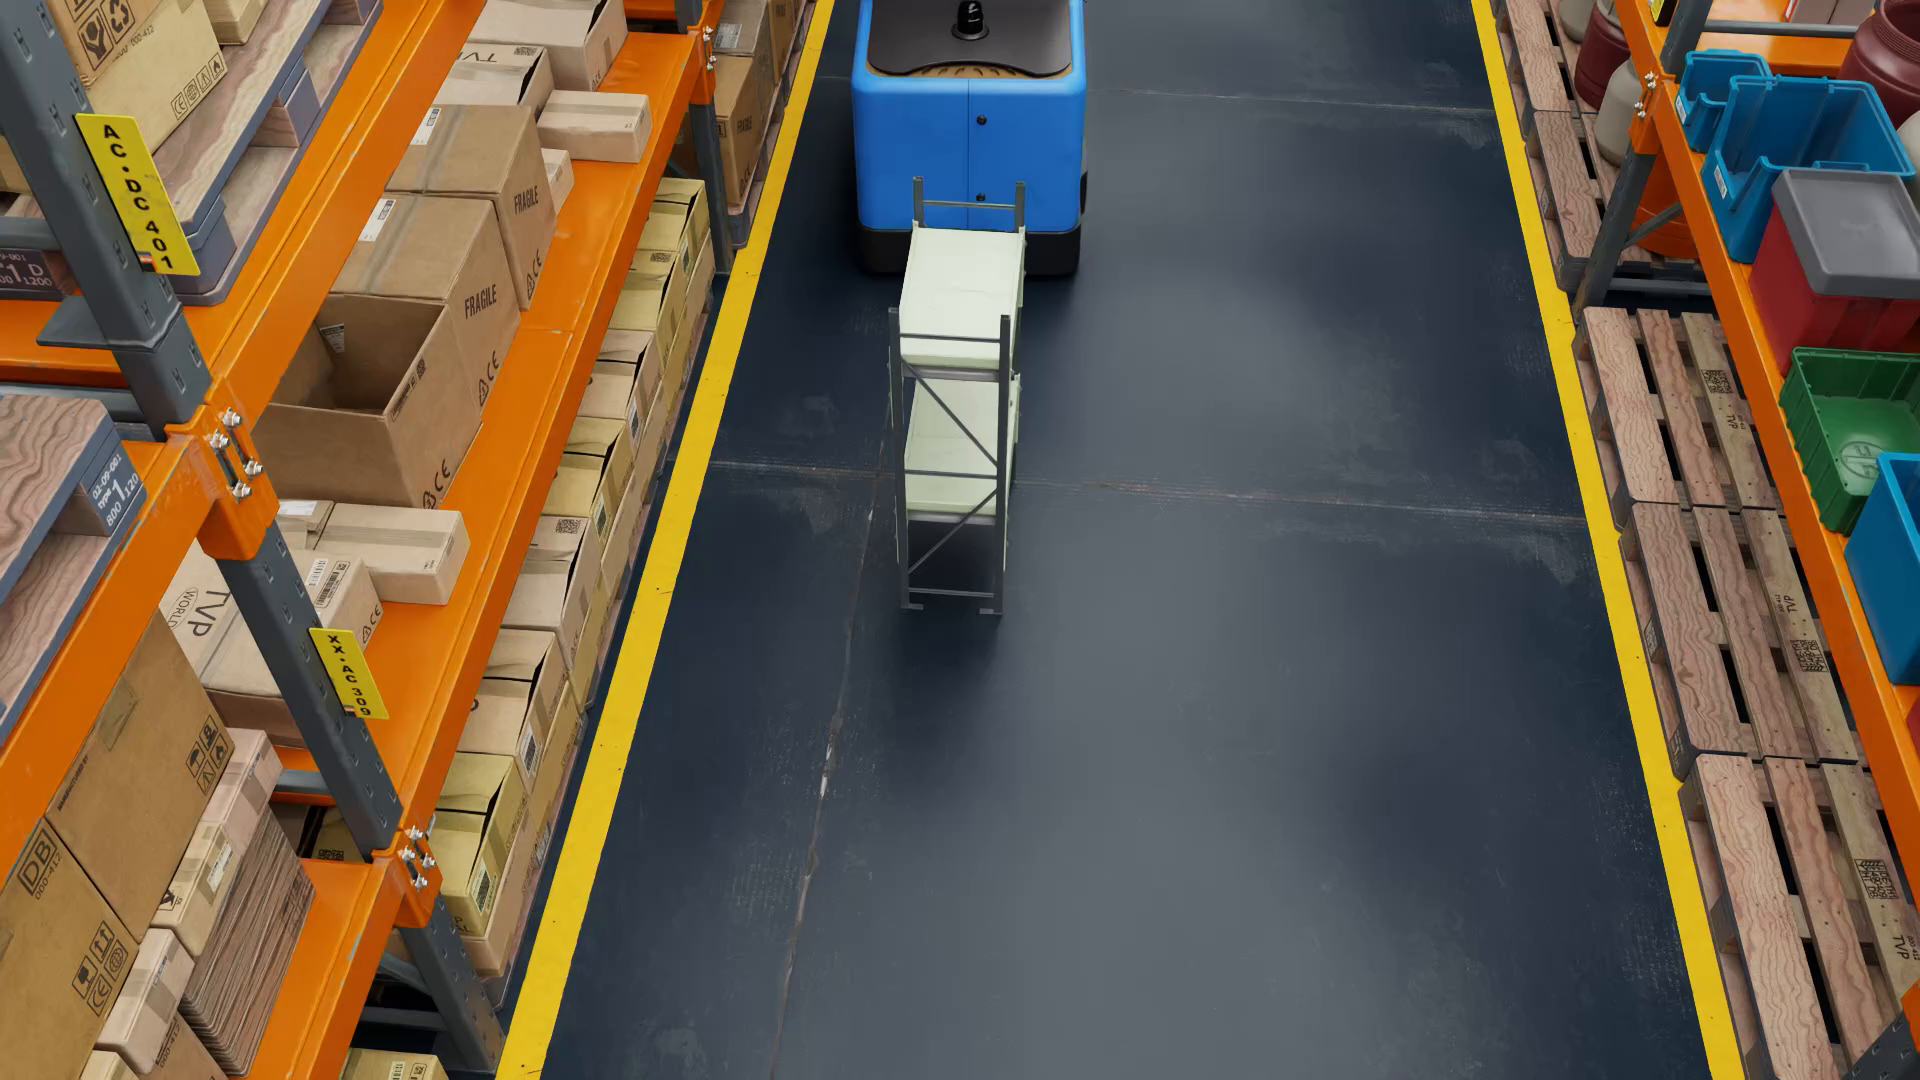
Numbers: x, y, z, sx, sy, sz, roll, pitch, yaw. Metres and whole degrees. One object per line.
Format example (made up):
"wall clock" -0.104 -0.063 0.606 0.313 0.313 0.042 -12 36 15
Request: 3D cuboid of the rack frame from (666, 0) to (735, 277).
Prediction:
"rack frame" -1.589 -2.347 6.889 1.000 3.000 0.127 4 48 4

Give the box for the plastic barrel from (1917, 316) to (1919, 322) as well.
"plastic barrel" 3.424 -0.969 5.553 0.421 0.512 0.421 0 48 0

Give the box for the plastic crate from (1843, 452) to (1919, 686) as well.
"plastic crate" 2.770 0.102 4.660 0.392 0.384 0.575 4 48 4

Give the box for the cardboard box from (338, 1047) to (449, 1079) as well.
"cardboard box" -1.778 1.734 4.736 0.500 0.250 0.500 4 48 4

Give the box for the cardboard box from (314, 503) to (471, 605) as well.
"cardboard box" -1.669 0.040 4.877 0.380 0.149 0.250 4 48 4

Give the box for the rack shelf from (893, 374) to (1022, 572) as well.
"rack shelf" -0.001 -0.281 6.459 0.431 0.370 0.720 4 48 4

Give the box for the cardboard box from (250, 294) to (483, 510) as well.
"cardboard box" -1.819 -0.391 5.033 0.500 0.500 0.500 7 48 6

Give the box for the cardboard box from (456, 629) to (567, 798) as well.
"cardboard box" -1.617 0.535 5.452 0.500 0.311 0.500 3 48 3

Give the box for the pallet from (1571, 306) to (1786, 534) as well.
"pallet" 3.234 -0.503 7.093 1.003 0.211 1.213 4 48 4

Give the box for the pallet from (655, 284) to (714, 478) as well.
"pallet" -1.703 -0.803 7.368 1.003 0.211 1.213 4 48 4

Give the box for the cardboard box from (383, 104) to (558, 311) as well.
"cardboard box" -1.725 -1.146 5.724 0.500 0.500 0.500 2 48 1

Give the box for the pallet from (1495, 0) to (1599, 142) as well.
"pallet" 3.488 -2.546 8.961 1.003 0.211 1.213 4 48 4

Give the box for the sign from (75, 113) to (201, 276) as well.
"sign" -1.401 -0.585 2.841 0.100 0.325 0.005 4 48 4

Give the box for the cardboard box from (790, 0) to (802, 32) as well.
"cardboard box" -1.128 -3.104 8.978 0.500 0.500 0.500 2 48 2

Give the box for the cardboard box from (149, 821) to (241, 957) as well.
"cardboard box" -1.789 0.736 3.563 0.380 0.149 0.250 3 48 3

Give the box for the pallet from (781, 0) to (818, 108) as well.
"pallet" -1.369 -2.846 9.236 1.003 0.211 1.213 4 48 4

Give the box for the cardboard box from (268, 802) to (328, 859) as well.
"cardboard box" -2.202 0.873 5.144 0.500 0.311 0.500 4 48 4

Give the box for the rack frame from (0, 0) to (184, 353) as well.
"rack frame" -1.953 -1.432 1.987 1.000 3.000 0.127 4 48 4

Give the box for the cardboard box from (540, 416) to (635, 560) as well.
"cardboard box" -1.529 -0.227 6.150 0.500 0.311 0.500 5 48 5

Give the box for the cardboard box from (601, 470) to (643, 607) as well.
"cardboard box" -1.530 -0.031 6.350 0.500 0.250 0.500 5 48 4

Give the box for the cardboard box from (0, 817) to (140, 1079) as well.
"cardboard box" -2.032 0.819 3.047 0.700 0.500 0.500 4 48 3

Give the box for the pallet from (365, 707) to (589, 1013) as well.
"pallet" -1.925 0.990 5.728 1.003 0.211 1.213 4 48 4

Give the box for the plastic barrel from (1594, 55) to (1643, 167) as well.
"plastic barrel" 3.334 -2.094 8.060 0.421 0.512 0.421 0 48 0

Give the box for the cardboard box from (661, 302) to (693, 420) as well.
"cardboard box" -1.437 -0.778 7.034 0.500 0.250 0.500 3 48 3

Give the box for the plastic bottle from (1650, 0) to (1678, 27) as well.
"plastic bottle" 2.956 -2.297 6.923 0.061 0.283 0.133 4 48 4

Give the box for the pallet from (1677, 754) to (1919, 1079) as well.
"pallet" 3.012 1.290 5.453 1.003 0.211 1.213 4 48 4

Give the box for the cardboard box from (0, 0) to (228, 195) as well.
"cardboard box" -1.888 -0.963 3.408 0.500 0.250 0.500 8 48 8

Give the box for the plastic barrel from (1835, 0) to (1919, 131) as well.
"plastic barrel" 3.603 -1.695 6.202 0.600 0.536 0.708 4 48 4

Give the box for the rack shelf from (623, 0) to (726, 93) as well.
"rack shelf" -1.407 -3.574 8.499 1.077 0.370 4.000 4 48 4

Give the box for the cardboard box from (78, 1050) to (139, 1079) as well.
"cardboard box" -1.834 1.121 3.210 0.380 0.149 0.250 4 48 3

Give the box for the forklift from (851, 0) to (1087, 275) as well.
"forklift" 0.069 -3.311 7.818 1.130 2.935 3.031 1 48 1

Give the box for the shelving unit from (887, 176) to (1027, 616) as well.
"shelving unit" -0.001 -0.501 6.218 0.431 1.500 0.755 4 48 4

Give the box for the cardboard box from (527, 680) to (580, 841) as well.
"cardboard box" -1.622 0.724 5.660 0.500 0.250 0.500 5 48 5

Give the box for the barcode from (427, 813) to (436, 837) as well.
"barcode" -1.515 0.804 4.753 0.001 0.075 0.075 4 48 4

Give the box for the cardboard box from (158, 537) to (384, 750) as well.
"cardboard box" -1.952 0.279 4.590 0.500 0.250 0.500 7 48 6

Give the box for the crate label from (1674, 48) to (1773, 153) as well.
"crate label" 2.932 -1.670 6.384 0.303 0.233 0.416 4 48 4

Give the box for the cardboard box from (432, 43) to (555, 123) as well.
"cardboard box" -1.863 -1.672 6.333 0.500 0.311 0.500 3 48 3

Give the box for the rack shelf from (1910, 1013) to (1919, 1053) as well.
"rack shelf" 2.797 2.641 2.815 1.077 0.370 4.000 4 48 4

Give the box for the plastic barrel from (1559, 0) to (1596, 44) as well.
"plastic barrel" 3.437 -2.924 8.819 0.421 0.512 0.421 0 48 0

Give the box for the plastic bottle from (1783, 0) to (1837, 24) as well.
"plastic bottle" 3.553 -2.275 6.908 0.152 0.276 0.135 4 48 4

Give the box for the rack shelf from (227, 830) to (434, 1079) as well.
"rack shelf" -2.136 2.305 3.122 1.077 0.370 4.000 4 48 4

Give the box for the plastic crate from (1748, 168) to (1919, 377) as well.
"plastic crate" 2.892 -0.866 5.491 0.402 0.464 0.583 4 48 4

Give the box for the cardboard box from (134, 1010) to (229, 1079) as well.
"cardboard box" -2.029 1.273 3.511 0.700 0.500 0.500 3 48 3

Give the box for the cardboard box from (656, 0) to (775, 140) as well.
"cardboard box" -1.221 -2.352 8.290 0.500 0.500 0.500 2 48 2

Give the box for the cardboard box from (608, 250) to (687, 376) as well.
"cardboard box" -1.432 -0.966 6.825 0.500 0.311 0.500 3 48 3

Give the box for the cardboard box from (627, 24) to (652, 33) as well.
"cardboard box" -1.736 -2.649 8.054 0.500 0.250 0.500 6 48 5

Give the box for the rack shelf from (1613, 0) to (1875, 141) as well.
"rack shelf" 3.526 -3.238 8.192 1.077 0.370 4.000 4 48 4

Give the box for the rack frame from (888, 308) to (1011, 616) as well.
"rack frame" -0.034 -0.232 5.972 0.400 1.500 0.023 4 48 4
